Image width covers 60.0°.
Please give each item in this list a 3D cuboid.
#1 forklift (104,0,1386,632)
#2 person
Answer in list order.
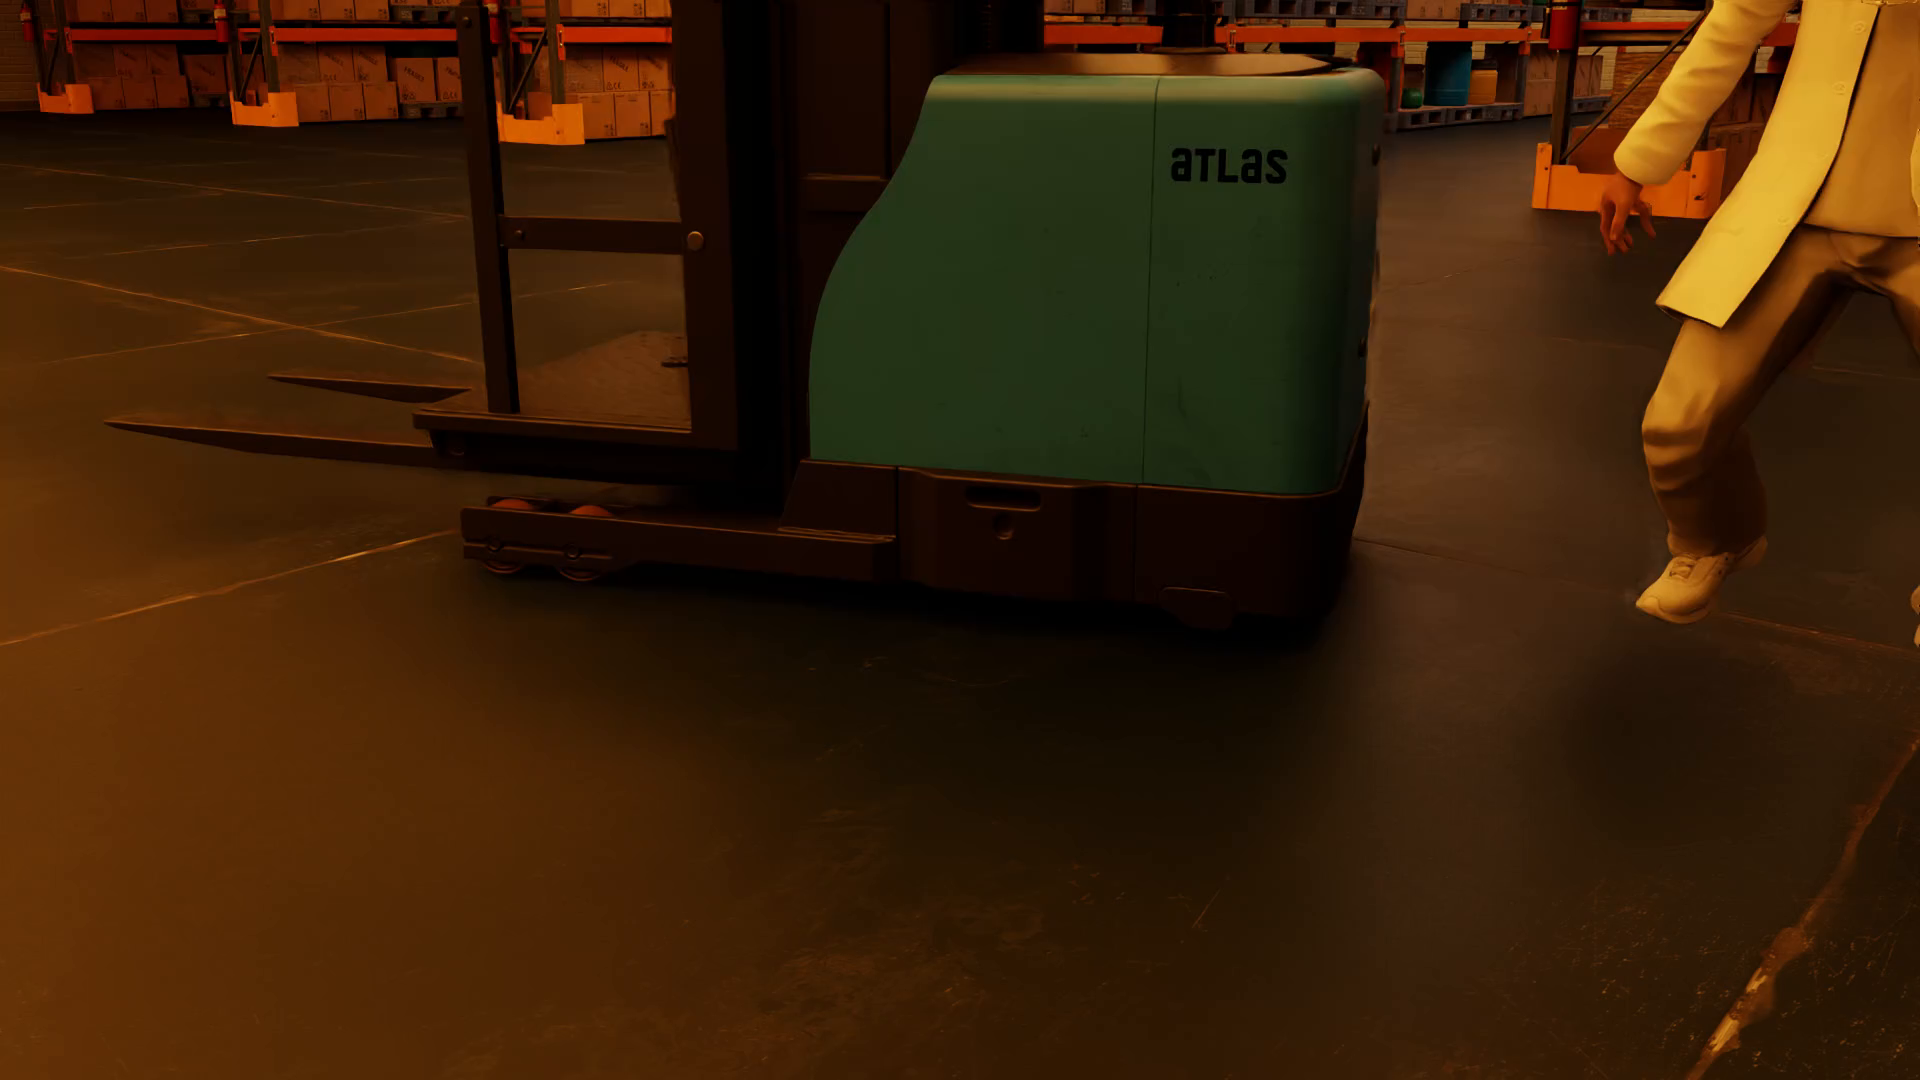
[{"bbox_3d":[-0.594,-1.450,3.673,3.031,2.935,1.130,5,18,16],"label":"forklift"},{"bbox_3d":[1.555,-0.574,2.835,0.942,1.658,0.572,13,21,36],"label":"person"}]
